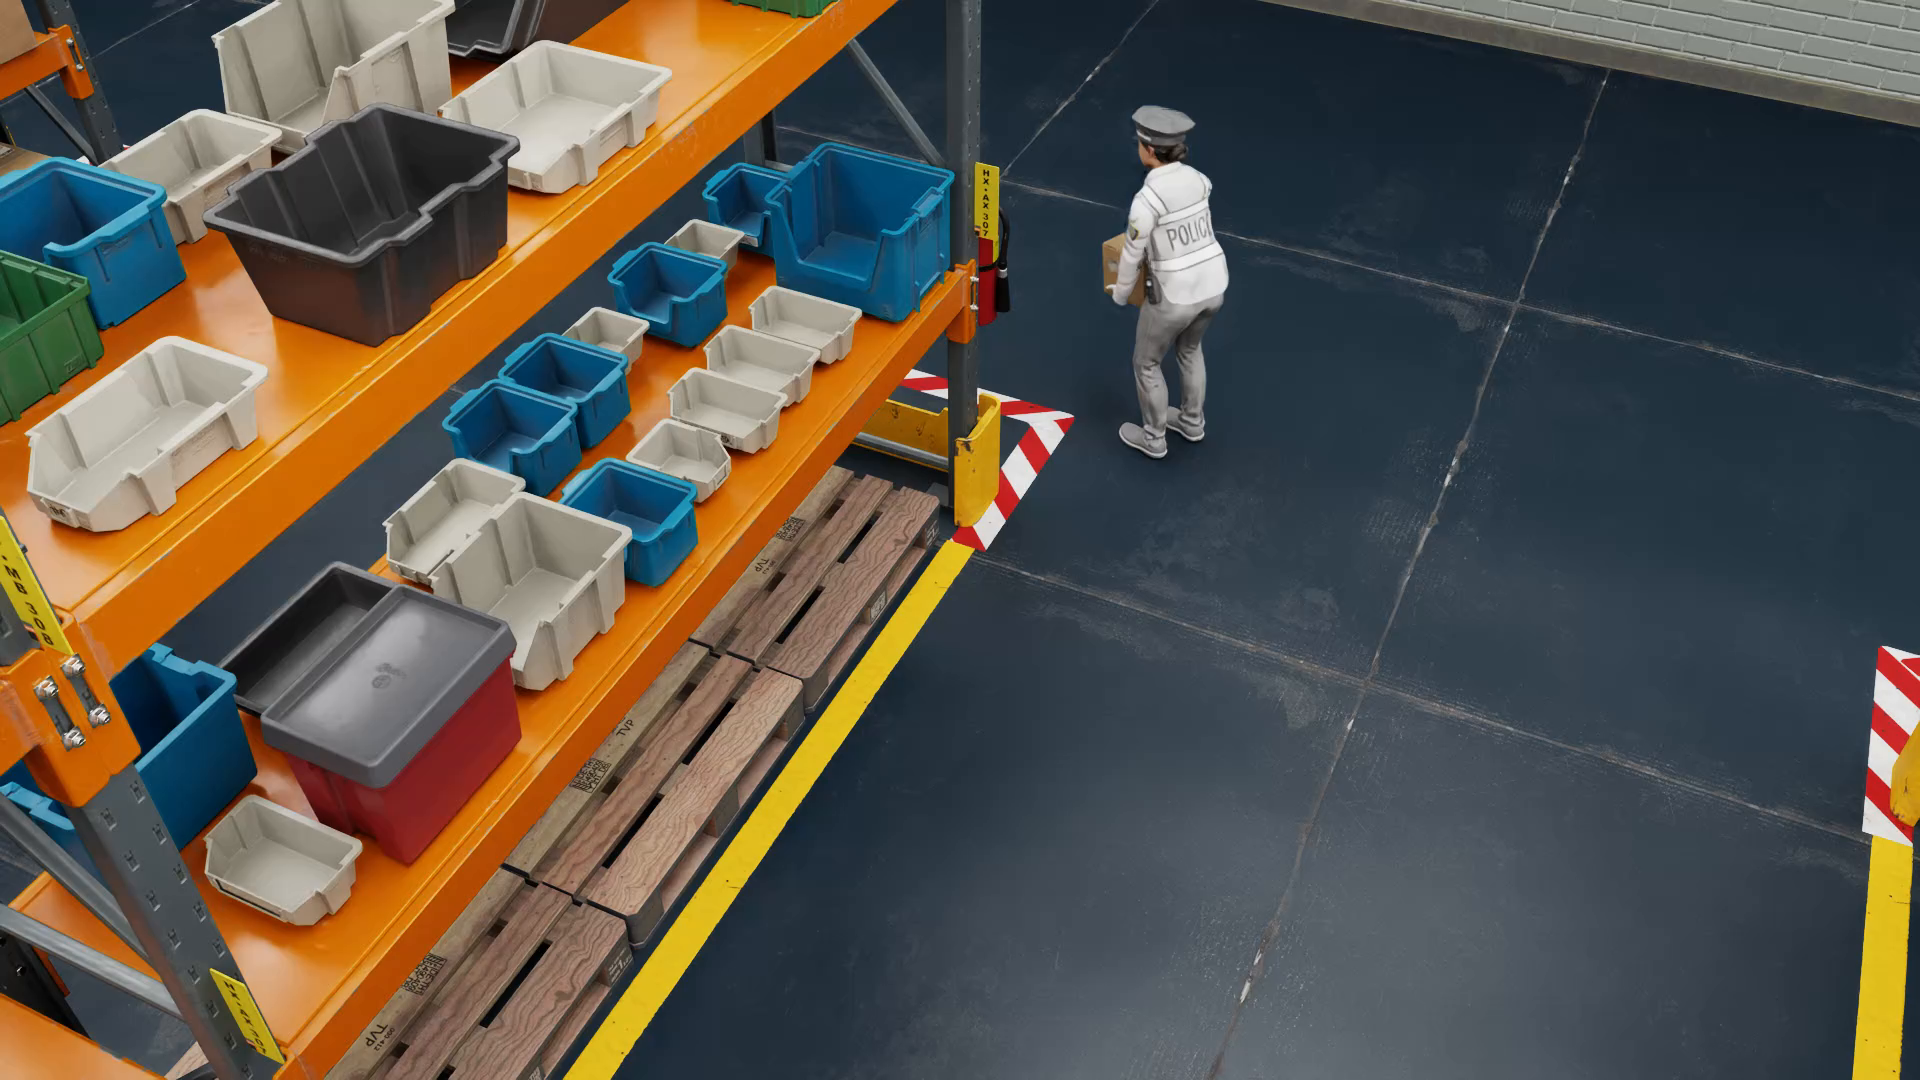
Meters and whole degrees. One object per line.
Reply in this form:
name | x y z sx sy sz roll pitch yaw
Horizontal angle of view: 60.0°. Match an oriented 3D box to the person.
person | 0.920 -1.121 7.438 0.404 1.615 0.548 -26 48 -26
